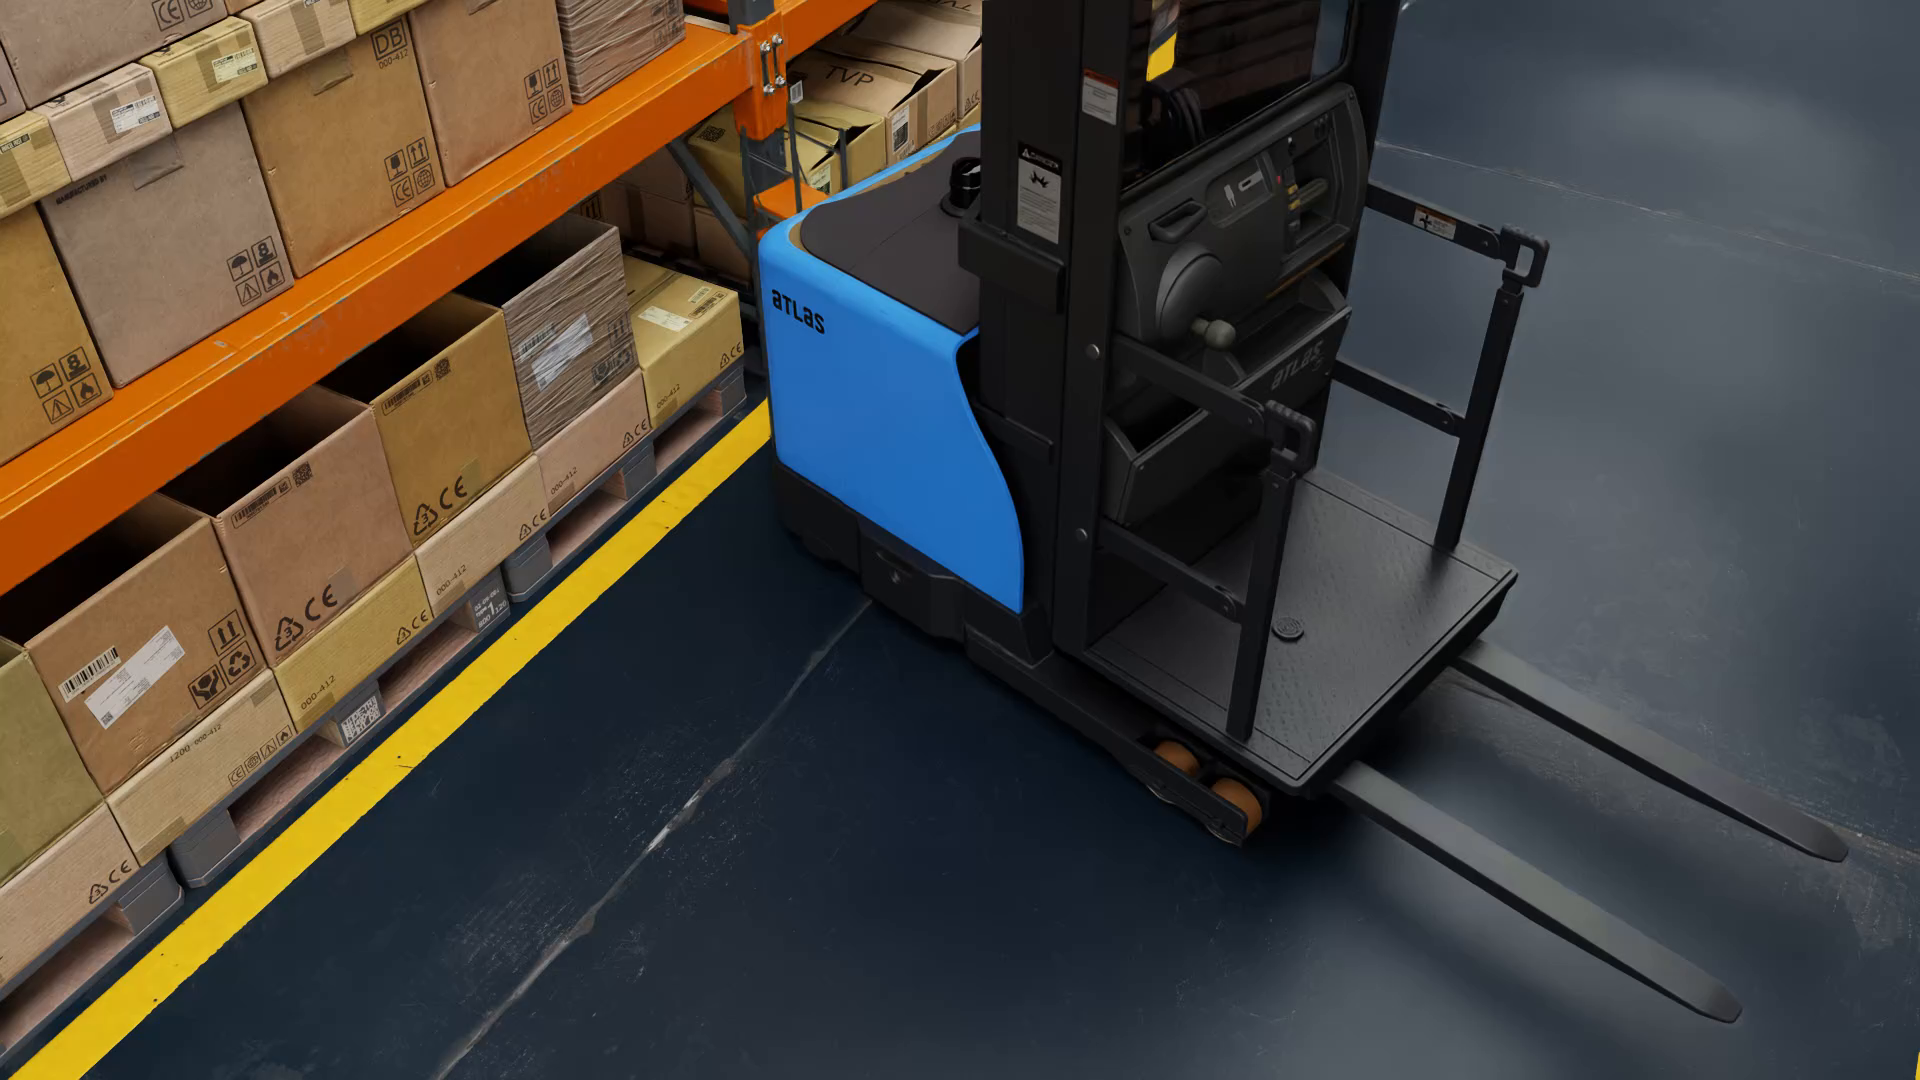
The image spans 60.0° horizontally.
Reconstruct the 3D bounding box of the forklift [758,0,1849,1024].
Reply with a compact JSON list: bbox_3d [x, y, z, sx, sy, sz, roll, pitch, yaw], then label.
[{"bbox_3d":[0.841,-0.704,3.832,3.031,2.935,1.130,32,50,31],"label":"forklift"}]

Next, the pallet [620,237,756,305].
[{"bbox_3d":[-0.693,-1.267,6.528,1.003,0.211,1.213,21,45,22],"label":"pallet"}]

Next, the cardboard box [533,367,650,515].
[{"bbox_3d":[-1.329,-0.384,5.179,0.500,0.250,0.500,21,45,22],"label":"cardboard box"}]

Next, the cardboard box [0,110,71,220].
[{"bbox_3d":[-2.004,-0.762,3.279,0.380,0.149,0.250,20,45,22],"label":"cardboard box"}]

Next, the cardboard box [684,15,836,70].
[{"bbox_3d":[-0.818,-1.841,6.409,0.500,0.311,0.500,22,46,23],"label":"cardboard box"}]

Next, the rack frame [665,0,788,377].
[{"bbox_3d":[-1.027,-1.879,5.113,1.000,3.000,0.127,21,45,22],"label":"rack frame"}]

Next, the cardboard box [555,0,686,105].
[{"bbox_3d":[-1.244,-1.660,4.790,0.700,0.500,0.500,20,45,21],"label":"cardboard box"}]

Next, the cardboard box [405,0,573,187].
[{"bbox_3d":[-1.502,-1.356,4.445,0.700,0.500,0.500,20,45,22],"label":"cardboard box"}]

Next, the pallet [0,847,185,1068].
[{"bbox_3d":[-2.683,1.005,3.949,1.003,0.211,1.213,21,45,22],"label":"pallet"}]

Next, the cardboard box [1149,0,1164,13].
[{"bbox_3d":[0.667,-2.615,7.713,0.500,0.250,0.500,20,45,22],"label":"cardboard box"}]

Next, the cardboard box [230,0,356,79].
[{"bbox_3d":[-1.615,-1.207,3.784,0.380,0.149,0.250,22,46,23],"label":"cardboard box"}]

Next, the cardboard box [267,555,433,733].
[{"bbox_3d":[-1.816,0.194,4.523,0.500,0.250,0.500,21,45,22],"label":"cardboard box"}]

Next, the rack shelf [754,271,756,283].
[{"bbox_3d":[-0.479,-0.791,5.124,0.258,0.103,0.180,32,50,31],"label":"rack shelf"}]

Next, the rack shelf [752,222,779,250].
[{"bbox_3d":[-0.480,-0.881,5.045,0.258,0.103,0.180,32,50,31],"label":"rack shelf"}]

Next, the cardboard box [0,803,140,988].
[{"bbox_3d":[-2.321,0.764,3.876,0.500,0.250,0.500,21,45,22],"label":"cardboard box"}]

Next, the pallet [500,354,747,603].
[{"bbox_3d":[-1.462,-0.391,5.534,1.003,0.211,1.213,21,45,22],"label":"pallet"}]

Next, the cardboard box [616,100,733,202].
[{"bbox_3d":[-1.073,-1.541,6.069,0.500,0.311,0.500,21,45,22],"label":"cardboard box"}]

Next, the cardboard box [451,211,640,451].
[{"bbox_3d":[-1.331,-0.666,4.932,0.500,0.500,0.500,21,45,22],"label":"cardboard box"}]

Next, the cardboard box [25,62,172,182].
[{"bbox_3d":[-1.876,-0.903,3.440,0.380,0.149,0.250,21,46,22],"label":"cardboard box"}]

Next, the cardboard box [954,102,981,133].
[{"bbox_3d":[-0.097,-1.742,6.722,0.500,0.250,0.500,20,45,21],"label":"cardboard box"}]

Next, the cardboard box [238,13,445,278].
[{"bbox_3d":[-1.757,-1.070,4.120,0.700,0.500,0.500,22,46,23],"label":"cardboard box"}]

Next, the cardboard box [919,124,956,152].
[{"bbox_3d":[-0.354,-1.445,6.384,0.500,0.250,0.500,22,46,23],"label":"cardboard box"}]

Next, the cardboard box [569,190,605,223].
[{"bbox_3d":[-1.531,-1.124,5.452,0.500,0.500,0.500,21,45,22],"label":"cardboard box"}]

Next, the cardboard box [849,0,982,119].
[{"bbox_3d":[-0.092,-1.950,6.533,0.500,0.311,0.500,19,45,21],"label":"cardboard box"}]

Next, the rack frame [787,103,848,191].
[{"bbox_3d":[-0.416,-0.778,5.224,0.240,1.200,0.006,32,50,31],"label":"rack frame"}]

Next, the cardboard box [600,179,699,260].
[{"bbox_3d":[-1.071,-1.337,6.262,0.500,0.250,0.500,20,45,22],"label":"cardboard box"}]

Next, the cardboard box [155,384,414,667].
[{"bbox_3d":[-1.815,-0.088,4.275,0.500,0.500,0.500,21,45,22],"label":"cardboard box"}]

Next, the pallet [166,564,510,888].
[{"bbox_3d":[-2.071,0.310,4.738,1.003,0.211,1.213,21,45,22],"label":"pallet"}]

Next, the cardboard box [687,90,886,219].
[{"bbox_3d":[-0.605,-1.369,5.873,0.500,0.311,0.500,21,46,22],"label":"cardboard box"}]

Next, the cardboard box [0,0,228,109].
[{"bbox_3d":[-1.997,-1.285,3.383,0.700,0.500,0.500,21,46,22],"label":"cardboard box"}]

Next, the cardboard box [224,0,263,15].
[{"bbox_3d":[-1.747,-1.571,3.707,0.700,0.500,0.500,21,45,22],"label":"cardboard box"}]

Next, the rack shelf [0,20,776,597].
[{"bbox_3d":[-2.028,-0.464,4.052,1.077,0.370,4.000,21,45,22],"label":"rack shelf"}]

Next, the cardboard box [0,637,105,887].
[{"bbox_3d":[-2.320,0.483,3.627,0.500,0.500,0.500,21,45,22],"label":"cardboard box"}]

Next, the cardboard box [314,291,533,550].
[{"bbox_3d":[-1.577,-0.378,4.605,0.500,0.500,0.500,21,45,22],"label":"cardboard box"}]

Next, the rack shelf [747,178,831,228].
[{"bbox_3d":[-0.480,-0.972,4.966,0.258,0.103,0.180,32,50,31],"label":"rack shelf"}]

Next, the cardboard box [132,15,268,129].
[{"bbox_3d":[-1.745,-1.054,3.611,0.380,0.149,0.250,22,46,23],"label":"cardboard box"}]

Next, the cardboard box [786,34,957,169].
[{"bbox_3d":[-0.350,-1.653,6.196,0.500,0.311,0.500,20,45,22],"label":"cardboard box"}]

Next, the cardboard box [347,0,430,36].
[{"bbox_3d":[-1.489,-1.351,3.948,0.380,0.149,0.250,21,45,22],"label":"cardboard box"}]

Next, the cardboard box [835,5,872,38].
[{"bbox_3d":[-0.566,-2.126,6.733,0.500,0.311,0.500,21,45,22],"label":"cardboard box"}]

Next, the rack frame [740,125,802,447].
[{"bbox_3d":[-0.541,-0.690,5.124,0.240,1.200,0.006,32,50,31],"label":"rack frame"}]

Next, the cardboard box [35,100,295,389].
[{"bbox_3d":[-2.012,-0.777,3.787,0.700,0.500,0.500,22,46,23],"label":"cardboard box"}]

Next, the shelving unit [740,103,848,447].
[{"bbox_3d":[-0.479,-0.734,5.174,0.258,1.200,0.189,32,50,31],"label":"shelving unit"}]

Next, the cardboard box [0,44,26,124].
[{"bbox_3d":[-2.248,-0.999,3.057,0.700,0.500,0.500,21,46,22],"label":"cardboard box"}]

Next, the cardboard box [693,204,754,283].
[{"bbox_3d":[-0.611,-1.153,6.052,0.500,0.250,0.500,20,45,21],"label":"cardboard box"}]

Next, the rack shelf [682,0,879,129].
[{"bbox_3d":[-0.027,-2.753,6.651,1.077,0.370,4.000,21,45,22],"label":"rack shelf"}]

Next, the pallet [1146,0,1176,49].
[{"bbox_3d":[0.528,-2.663,8.114,1.003,0.211,1.213,21,45,22],"label":"pallet"}]

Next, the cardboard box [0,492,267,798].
[{"bbox_3d":[-2.080,0.193,3.957,0.500,0.500,0.500,21,45,22],"label":"cardboard box"}]

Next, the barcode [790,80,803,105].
[{"bbox_3d":[-0.539,-1.474,5.486,0.001,0.075,0.075,21,45,22],"label":"barcode"}]

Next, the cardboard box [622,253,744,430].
[{"bbox_3d":[-1.070,-0.667,5.500,0.500,0.250,0.500,21,45,22],"label":"cardboard box"}]

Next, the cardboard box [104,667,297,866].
[{"bbox_3d":[-2.071,0.478,4.200,0.500,0.250,0.500,21,45,22],"label":"cardboard box"}]

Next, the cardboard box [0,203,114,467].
[{"bbox_3d":[-2.272,-0.474,3.443,0.700,0.500,0.500,21,46,22],"label":"cardboard box"}]

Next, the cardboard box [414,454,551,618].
[{"bbox_3d":[-1.566,-0.093,4.848,0.500,0.250,0.500,21,45,22],"label":"cardboard box"}]
